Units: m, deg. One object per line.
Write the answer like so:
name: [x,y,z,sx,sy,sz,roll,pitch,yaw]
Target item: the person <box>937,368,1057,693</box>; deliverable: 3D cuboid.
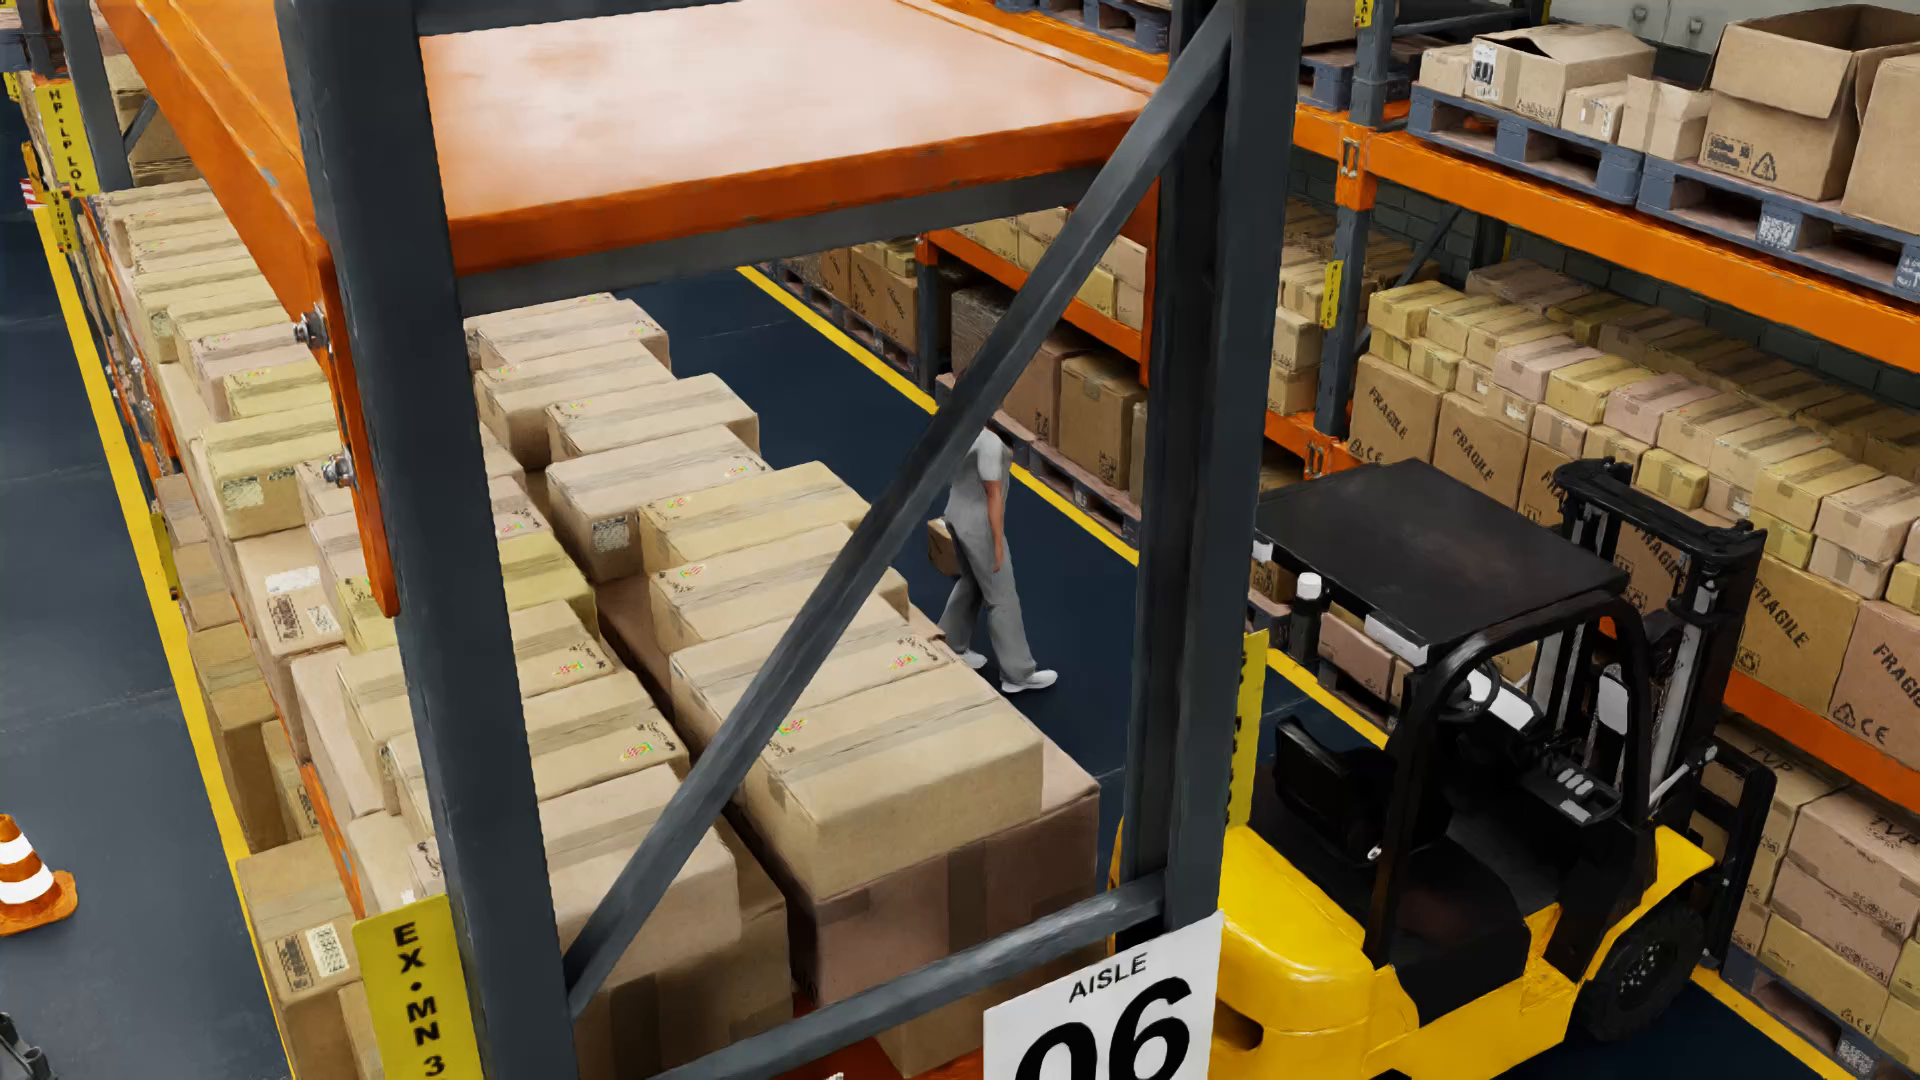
person: [0.166,-0.044,8.243,0.538,1.655,0.598,-10,31,-18]
